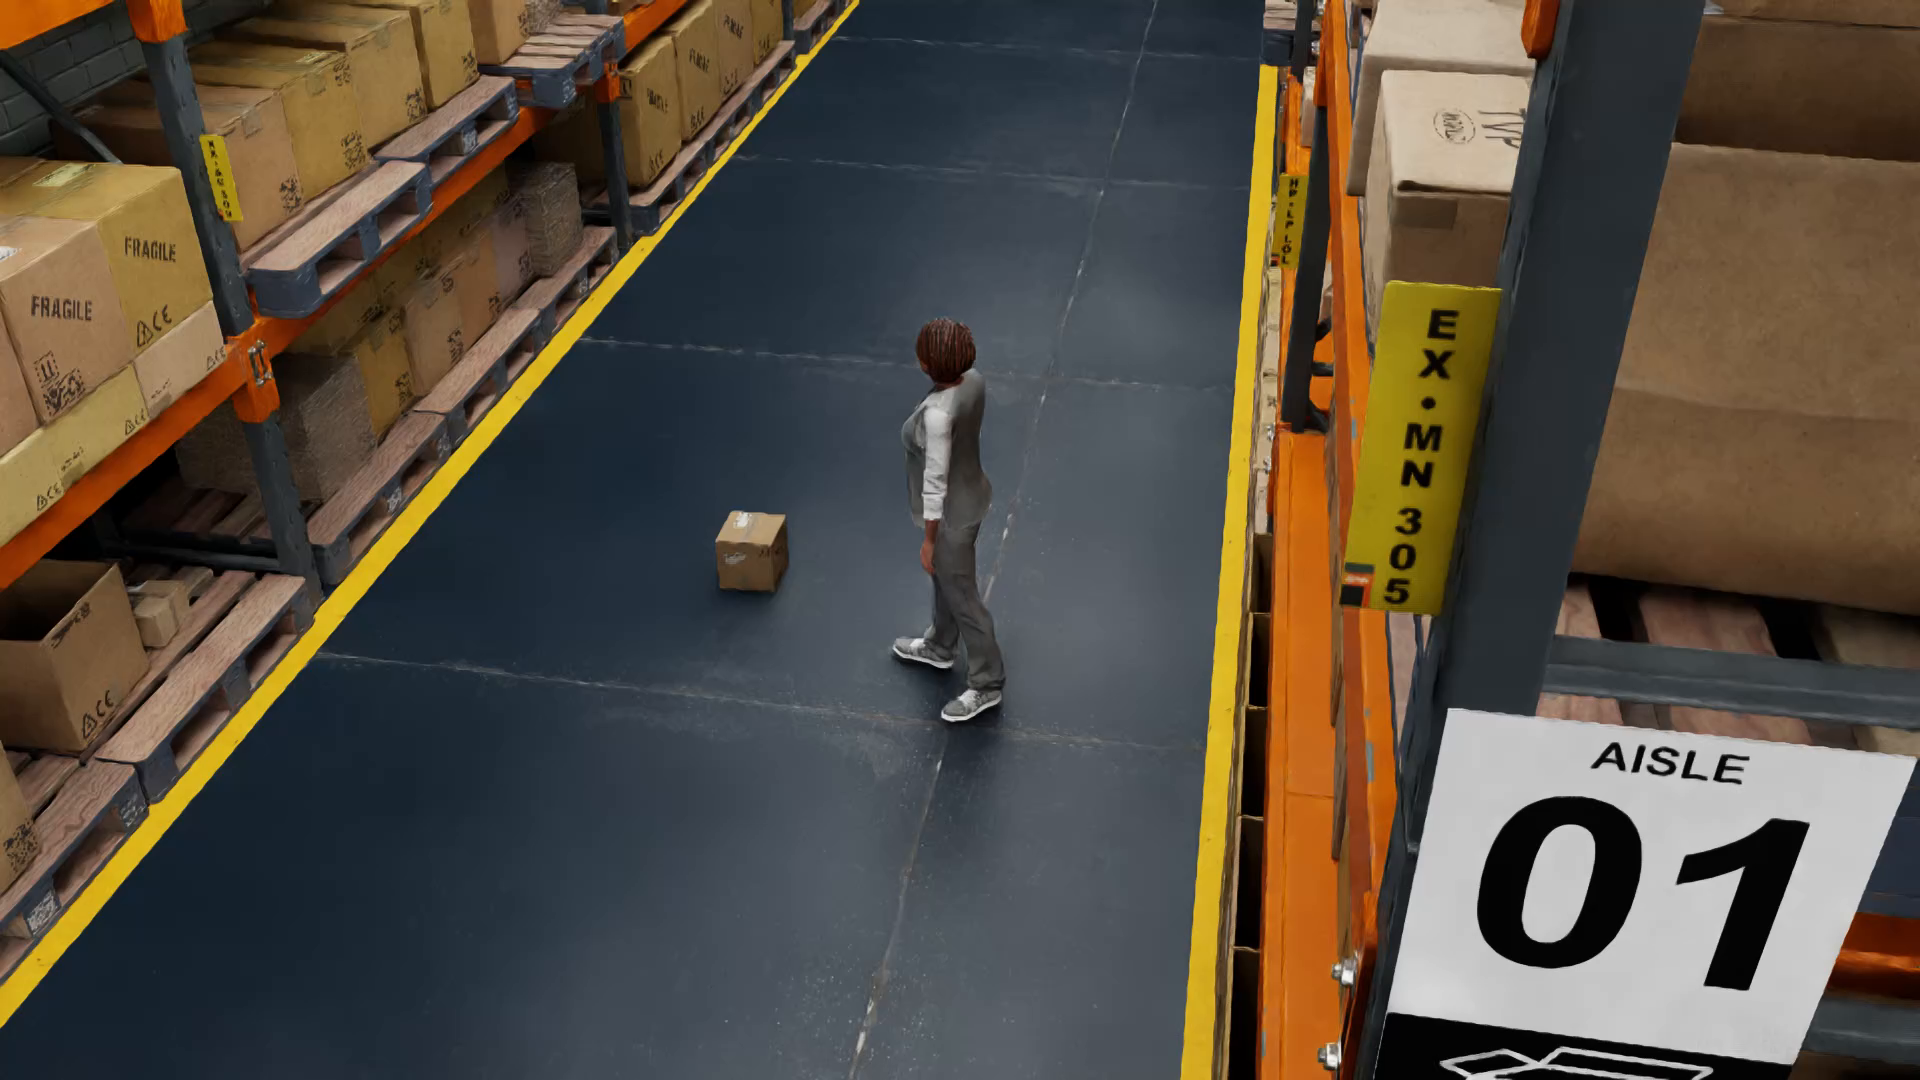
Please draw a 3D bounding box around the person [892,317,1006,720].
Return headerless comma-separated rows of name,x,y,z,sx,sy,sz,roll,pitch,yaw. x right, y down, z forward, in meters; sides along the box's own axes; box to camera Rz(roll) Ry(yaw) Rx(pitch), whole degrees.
person,-0.050,-0.118,6.301,0.533,1.587,0.596,9,34,13
